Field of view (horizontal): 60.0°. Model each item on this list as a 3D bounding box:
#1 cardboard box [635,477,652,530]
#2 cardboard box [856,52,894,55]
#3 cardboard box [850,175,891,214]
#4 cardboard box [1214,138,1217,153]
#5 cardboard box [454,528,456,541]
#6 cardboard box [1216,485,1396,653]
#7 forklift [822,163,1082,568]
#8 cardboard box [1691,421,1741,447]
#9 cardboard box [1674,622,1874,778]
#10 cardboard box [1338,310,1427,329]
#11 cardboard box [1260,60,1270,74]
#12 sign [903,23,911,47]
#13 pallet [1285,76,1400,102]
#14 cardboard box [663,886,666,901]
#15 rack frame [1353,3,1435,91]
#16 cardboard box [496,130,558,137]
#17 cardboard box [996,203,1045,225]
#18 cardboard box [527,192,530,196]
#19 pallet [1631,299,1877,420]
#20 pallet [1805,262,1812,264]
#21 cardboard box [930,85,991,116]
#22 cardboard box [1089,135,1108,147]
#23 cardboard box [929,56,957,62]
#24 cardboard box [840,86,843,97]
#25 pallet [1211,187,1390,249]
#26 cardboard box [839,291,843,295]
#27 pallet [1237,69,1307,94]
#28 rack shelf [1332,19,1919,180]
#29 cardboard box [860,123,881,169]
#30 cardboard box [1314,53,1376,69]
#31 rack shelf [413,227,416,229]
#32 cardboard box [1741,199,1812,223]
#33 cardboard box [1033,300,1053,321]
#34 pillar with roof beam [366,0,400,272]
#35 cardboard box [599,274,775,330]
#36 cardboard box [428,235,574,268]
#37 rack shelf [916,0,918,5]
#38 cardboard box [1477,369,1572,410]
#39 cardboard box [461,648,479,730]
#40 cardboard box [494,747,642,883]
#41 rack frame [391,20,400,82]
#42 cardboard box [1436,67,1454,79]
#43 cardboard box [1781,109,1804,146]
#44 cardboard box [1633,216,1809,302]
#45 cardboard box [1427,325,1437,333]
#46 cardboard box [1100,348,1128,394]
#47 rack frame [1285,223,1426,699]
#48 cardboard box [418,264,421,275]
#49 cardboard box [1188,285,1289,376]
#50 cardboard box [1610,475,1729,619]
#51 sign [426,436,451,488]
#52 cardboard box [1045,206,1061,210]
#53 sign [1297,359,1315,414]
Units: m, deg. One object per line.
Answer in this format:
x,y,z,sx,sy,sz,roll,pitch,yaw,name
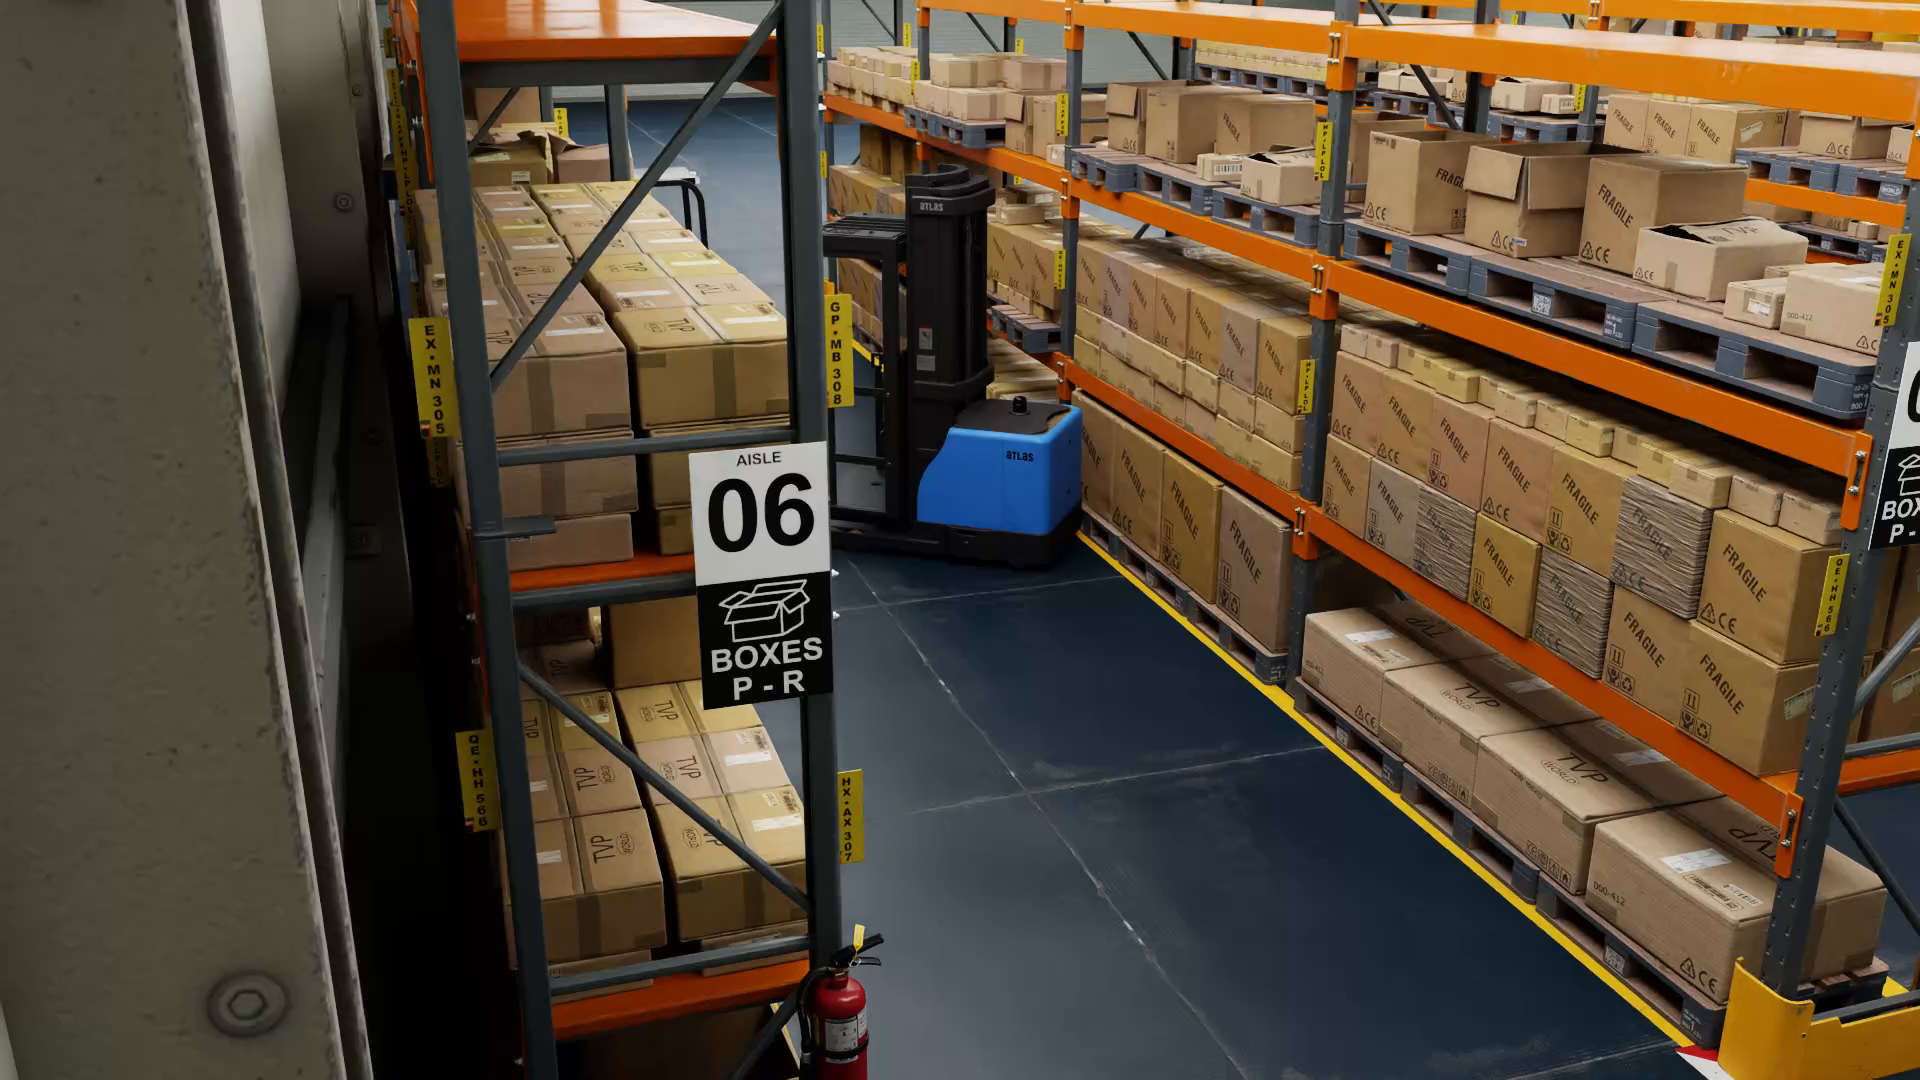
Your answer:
-0.856,-0.159,5.356,0.380,0.149,0.250,-6,21,-16,cardboard box
-0.978,-5.529,19.128,0.380,0.149,0.250,-6,21,-17,cardboard box
-0.975,-3.996,19.518,0.500,0.500,0.500,-7,21,-18,cardboard box
2.092,-2.894,12.177,0.396,0.266,0.258,-7,21,-19,cardboard box
-3.178,-0.015,11.139,0.380,0.149,0.250,-7,21,-18,cardboard box
2.313,0.143,11.104,0.875,0.875,0.875,-6,21,-16,cardboard box
-0.588,-1.450,13.118,3.031,2.935,1.130,7,21,18,forklift
3.637,-0.485,7.744,0.380,0.149,0.250,-6,21,-17,cardboard box
3.438,0.641,7.048,0.500,0.500,0.500,-6,21,-17,cardboard box
2.719,-1.159,10.578,0.500,0.500,0.500,-6,21,-17,cardboard box
3.838,-5.706,20.029,0.380,0.149,0.250,-6,21,-17,cardboard box
-0.655,-6.201,20.496,0.100,0.325,0.005,-6,21,-17,sign
4.490,-5.229,19.230,1.003,0.211,1.213,-6,21,-17,pallet
-0.952,1.169,6.096,0.380,0.149,0.250,-7,21,-18,cardboard box
4.737,-6.418,17.974,1.000,3.000,0.127,-6,21,-17,rack frame
-2.881,-2.639,11.080,0.380,0.149,0.250,-7,21,-19,cardboard box
0.545,-2.938,14.990,0.380,0.149,0.250,-7,21,-20,cardboard box
-2.332,-1.703,8.445,0.380,0.149,0.250,-7,21,-18,cardboard box
3.598,-0.793,6.880,1.003,0.211,1.213,-6,21,-17,pallet
13.241,-4.306,25.093,1.003,0.211,1.213,-6,21,-17,pallet
0.033,-4.183,15.787,0.500,0.250,0.500,-7,21,-18,cardboard box
1.309,-3.302,13.935,0.396,0.266,0.258,-6,21,-17,cardboard box
-0.181,-5.253,18.359,0.380,0.149,0.250,-7,21,-18,cardboard box
-1.224,-5.398,19.942,0.380,0.149,0.250,-7,21,-19,cardboard box
2.249,-2.080,10.616,0.805,0.209,1.217,-7,21,-19,pallet
-1.197,-2.936,20.598,0.500,0.250,0.500,-7,21,-18,cardboard box
4.110,-5.619,20.318,1.003,0.211,1.213,-6,21,-17,pallet
3.213,-2.124,7.674,1.077,0.370,4.000,-6,21,-17,rack shelf
-0.820,-4.837,20.379,0.700,0.500,0.500,-7,21,-19,cardboard box
4.338,-5.451,18.732,0.500,0.250,0.500,-7,21,-18,cardboard box
-4.013,-2.939,13.789,1.077,0.370,4.000,-6,21,-17,rack shelf
9.594,-4.300,19.441,1.000,1.000,1.000,-6,21,-17,cardboard box
0.847,-1.991,14.272,0.380,0.149,0.250,-6,21,-16,cardboard box
-4.334,-8.679,24.267,9.100,9.000,0.400,-6,21,-17,pillar with roof beam
-0.913,-0.708,5.555,0.500,0.250,0.500,-7,21,-18,cardboard box
-1.741,-0.981,6.316,0.500,0.250,0.500,-6,21,-17,cardboard box
-0.559,-6.162,18.328,1.077,0.370,4.000,-6,21,-17,rack shelf
2.886,-0.759,8.505,0.380,0.149,0.250,-6,21,-17,cardboard box
-2.562,0.912,9.517,0.500,0.500,0.500,-6,21,-17,cardboard box
-1.427,0.988,6.009,0.500,0.250,0.500,-6,21,-17,cardboard box
-5.899,-6.615,18.521,1.000,3.000,0.127,-6,21,-17,rack frame
5.334,-4.808,17.380,0.500,0.250,0.500,-7,21,-18,cardboard box
6.738,-3.294,13.564,0.500,0.500,0.500,-6,21,-17,cardboard box
3.418,-1.286,7.484,0.500,0.311,0.500,-6,21,-16,cardboard box
2.983,-1.227,9.809,0.380,0.149,0.250,-7,21,-18,cardboard box
1.420,-1.336,12.920,0.500,0.250,0.500,-7,21,-19,cardboard box
2.584,-0.469,10.286,1.000,3.000,0.127,-6,21,-17,rack frame
-4.577,-2.320,14.921,0.500,0.250,0.500,-7,21,-18,cardboard box
1.895,-1.434,11.343,0.500,0.500,0.500,-6,21,-16,cardboard box
3.272,0.003,7.345,0.500,0.500,0.500,-6,21,-17,cardboard box
-2.653,-0.426,8.451,0.100,0.325,0.005,-6,21,-17,sign
0.746,-2.972,16.045,0.500,0.500,0.500,-6,21,-15,cardboard box
2.072,-0.916,9.934,0.100,0.325,0.005,-6,21,-17,sign
